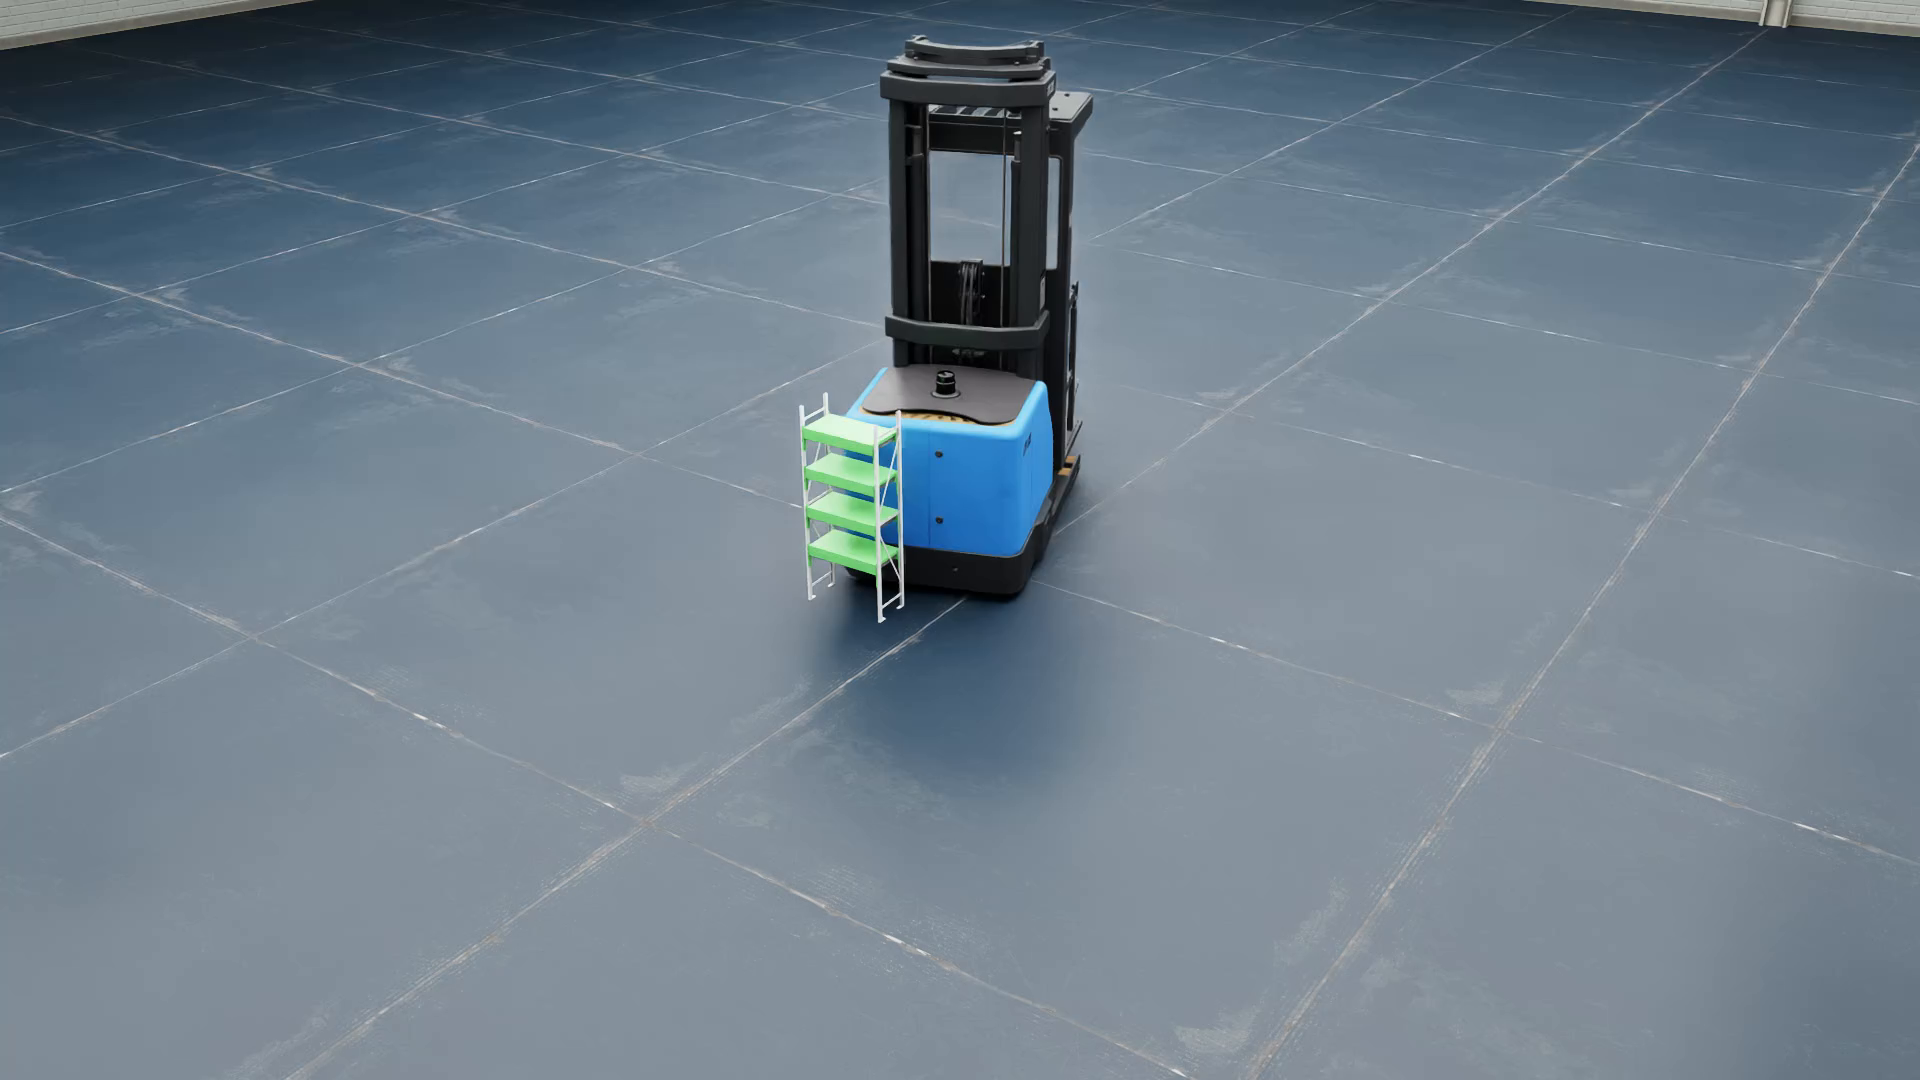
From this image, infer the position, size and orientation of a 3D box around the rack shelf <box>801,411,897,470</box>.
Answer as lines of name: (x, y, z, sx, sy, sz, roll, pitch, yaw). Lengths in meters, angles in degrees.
rack shelf: (-0.596, -0.546, 9.083, 0.480, 0.148, 0.258, 16, 31, 28)

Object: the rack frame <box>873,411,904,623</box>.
rack frame: (-0.390, -0.117, 9.156, 0.015, 1.200, 0.240, 16, 31, 28)

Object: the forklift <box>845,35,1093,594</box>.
forklift: (0.177, -1.645, 10.250, 1.130, 2.935, 3.031, 6, 28, 12)

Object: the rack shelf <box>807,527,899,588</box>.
rack shelf: (-0.596, 0.095, 9.410, 0.480, 0.148, 0.258, 16, 31, 28)

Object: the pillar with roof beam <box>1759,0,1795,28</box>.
pillar with roof beam: (10.382, -10.508, 20.977, 0.400, 9.000, 9.100, 17, 32, 30)

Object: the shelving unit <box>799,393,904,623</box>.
shelving unit: (-0.596, -0.176, 9.272, 0.503, 1.200, 0.258, 16, 31, 28)

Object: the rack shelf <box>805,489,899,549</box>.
rack shelf: (-0.596, -0.119, 9.301, 0.480, 0.148, 0.258, 16, 31, 28)

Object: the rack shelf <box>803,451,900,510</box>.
rack shelf: (-0.596, -0.332, 9.192, 0.480, 0.148, 0.258, 16, 31, 28)

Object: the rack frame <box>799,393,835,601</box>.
rack frame: (-0.803, -0.234, 9.388, 0.015, 1.200, 0.240, 16, 31, 28)
